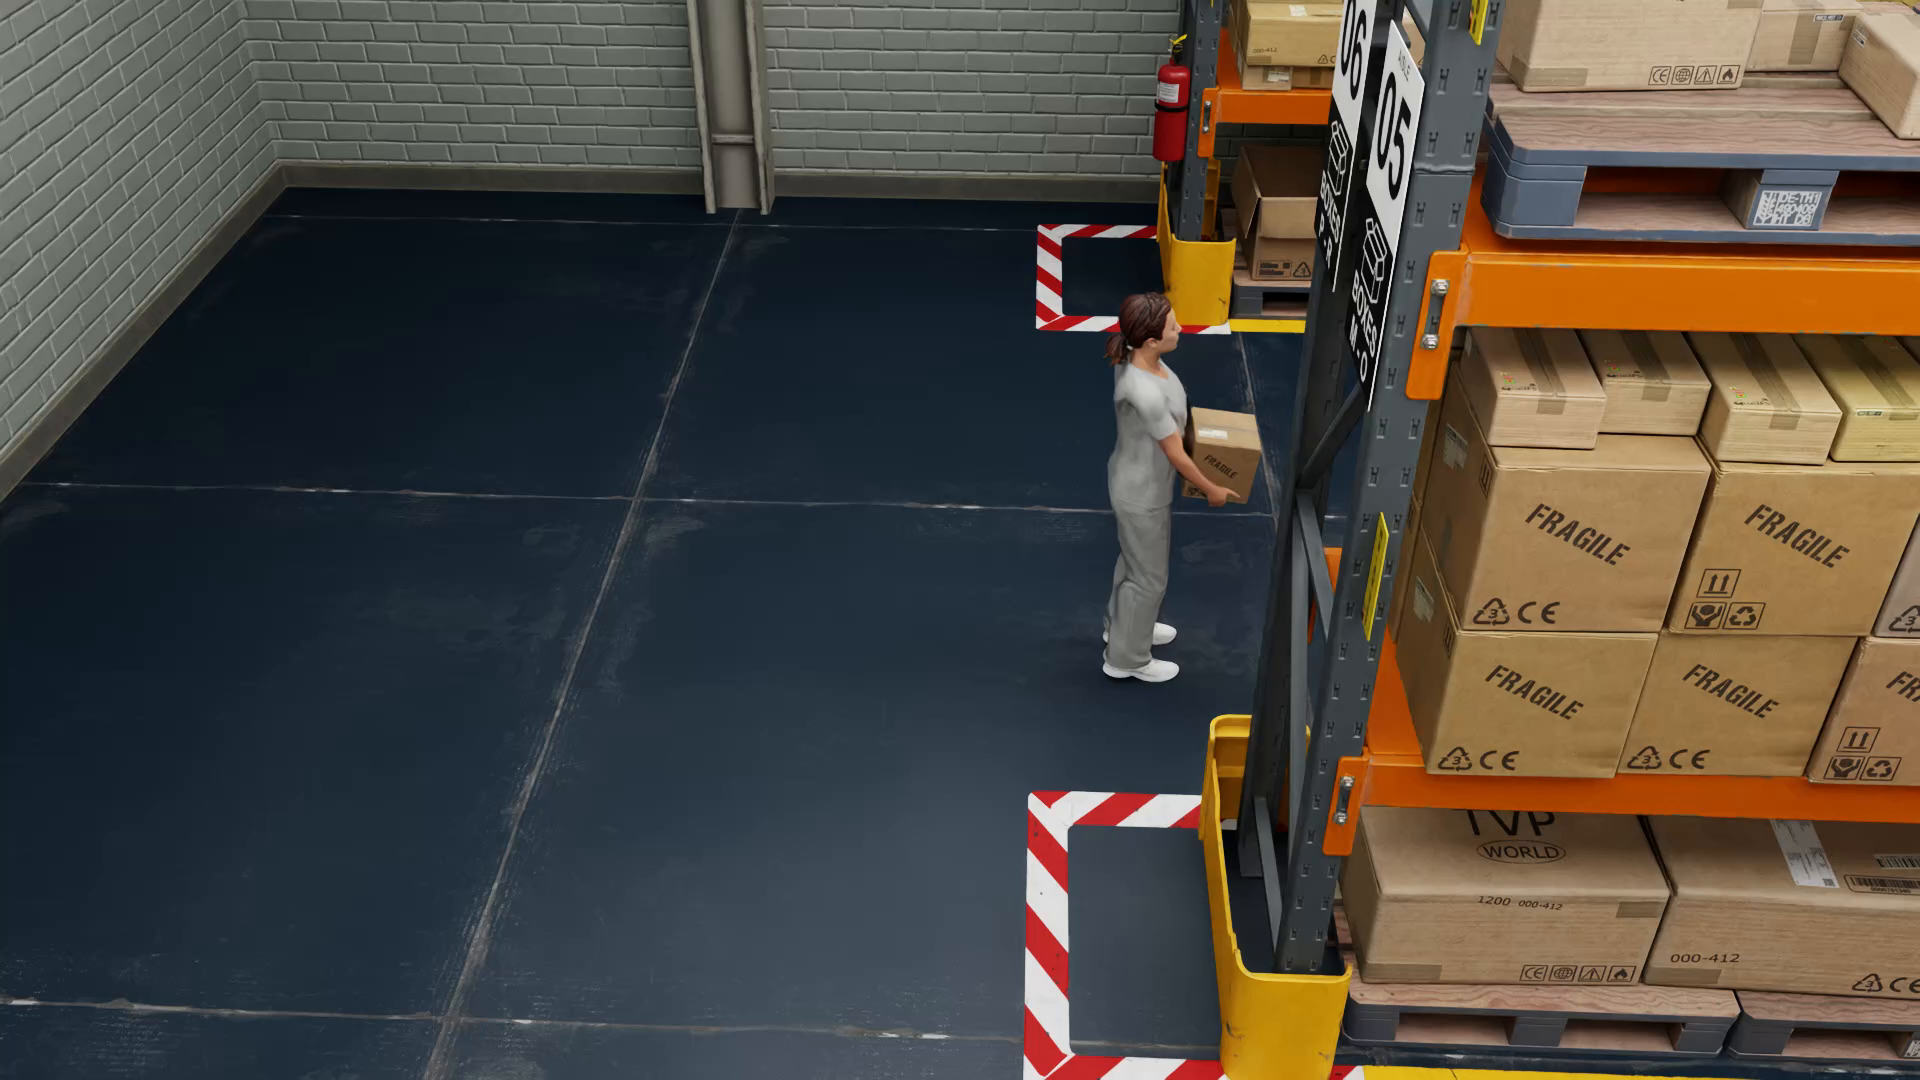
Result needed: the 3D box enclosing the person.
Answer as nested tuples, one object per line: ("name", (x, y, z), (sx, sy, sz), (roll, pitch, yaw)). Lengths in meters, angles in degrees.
("person", (0.791, -0.195, 6.429), (0.542, 1.668, 0.424), (1, 36, 2))
